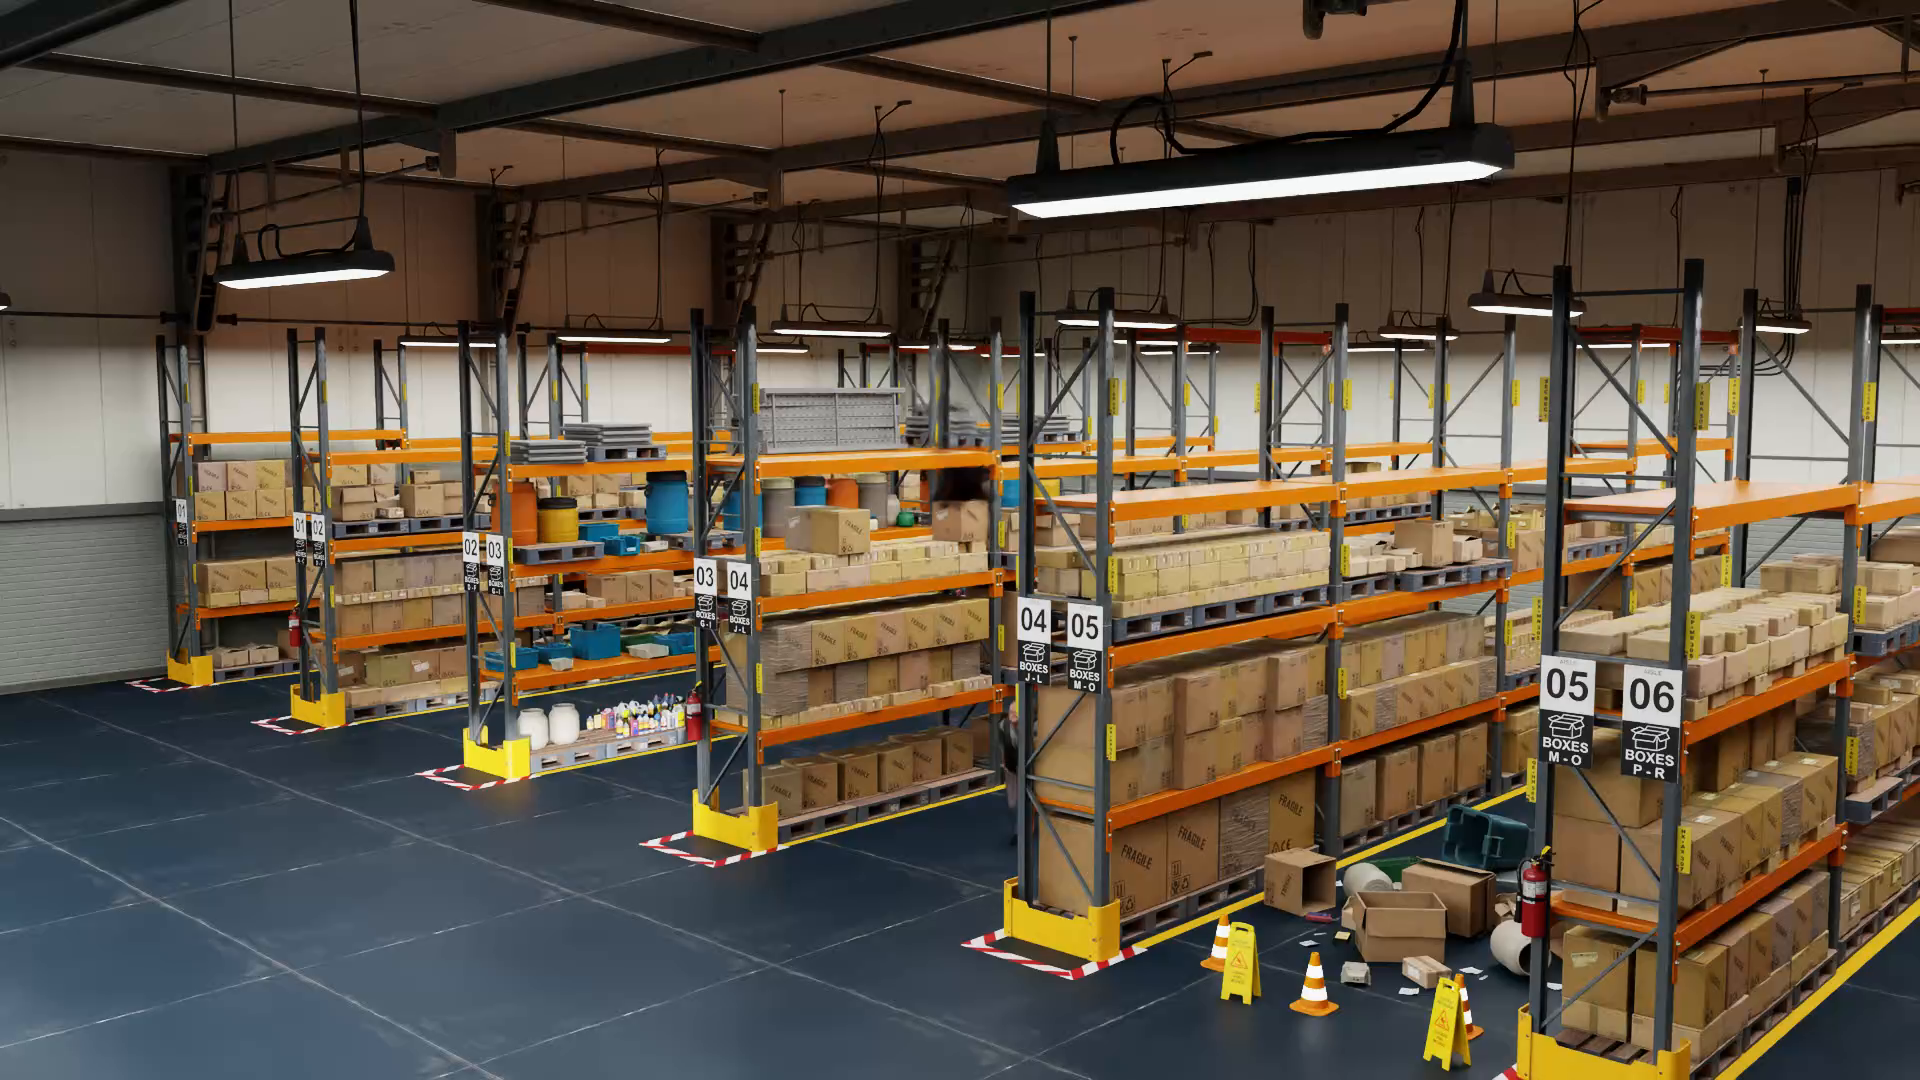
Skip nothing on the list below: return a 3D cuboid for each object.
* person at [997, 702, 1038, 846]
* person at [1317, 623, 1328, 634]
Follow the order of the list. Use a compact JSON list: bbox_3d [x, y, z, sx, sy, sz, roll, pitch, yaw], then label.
[{"bbox_3d":[0.724,2.603,18.771,0.653,1.660,0.762,2,6,20],"label":"person"},{"bbox_3d":[5.447,1.974,24.707,0.659,1.744,0.590,5,7,43],"label":"person"}]
